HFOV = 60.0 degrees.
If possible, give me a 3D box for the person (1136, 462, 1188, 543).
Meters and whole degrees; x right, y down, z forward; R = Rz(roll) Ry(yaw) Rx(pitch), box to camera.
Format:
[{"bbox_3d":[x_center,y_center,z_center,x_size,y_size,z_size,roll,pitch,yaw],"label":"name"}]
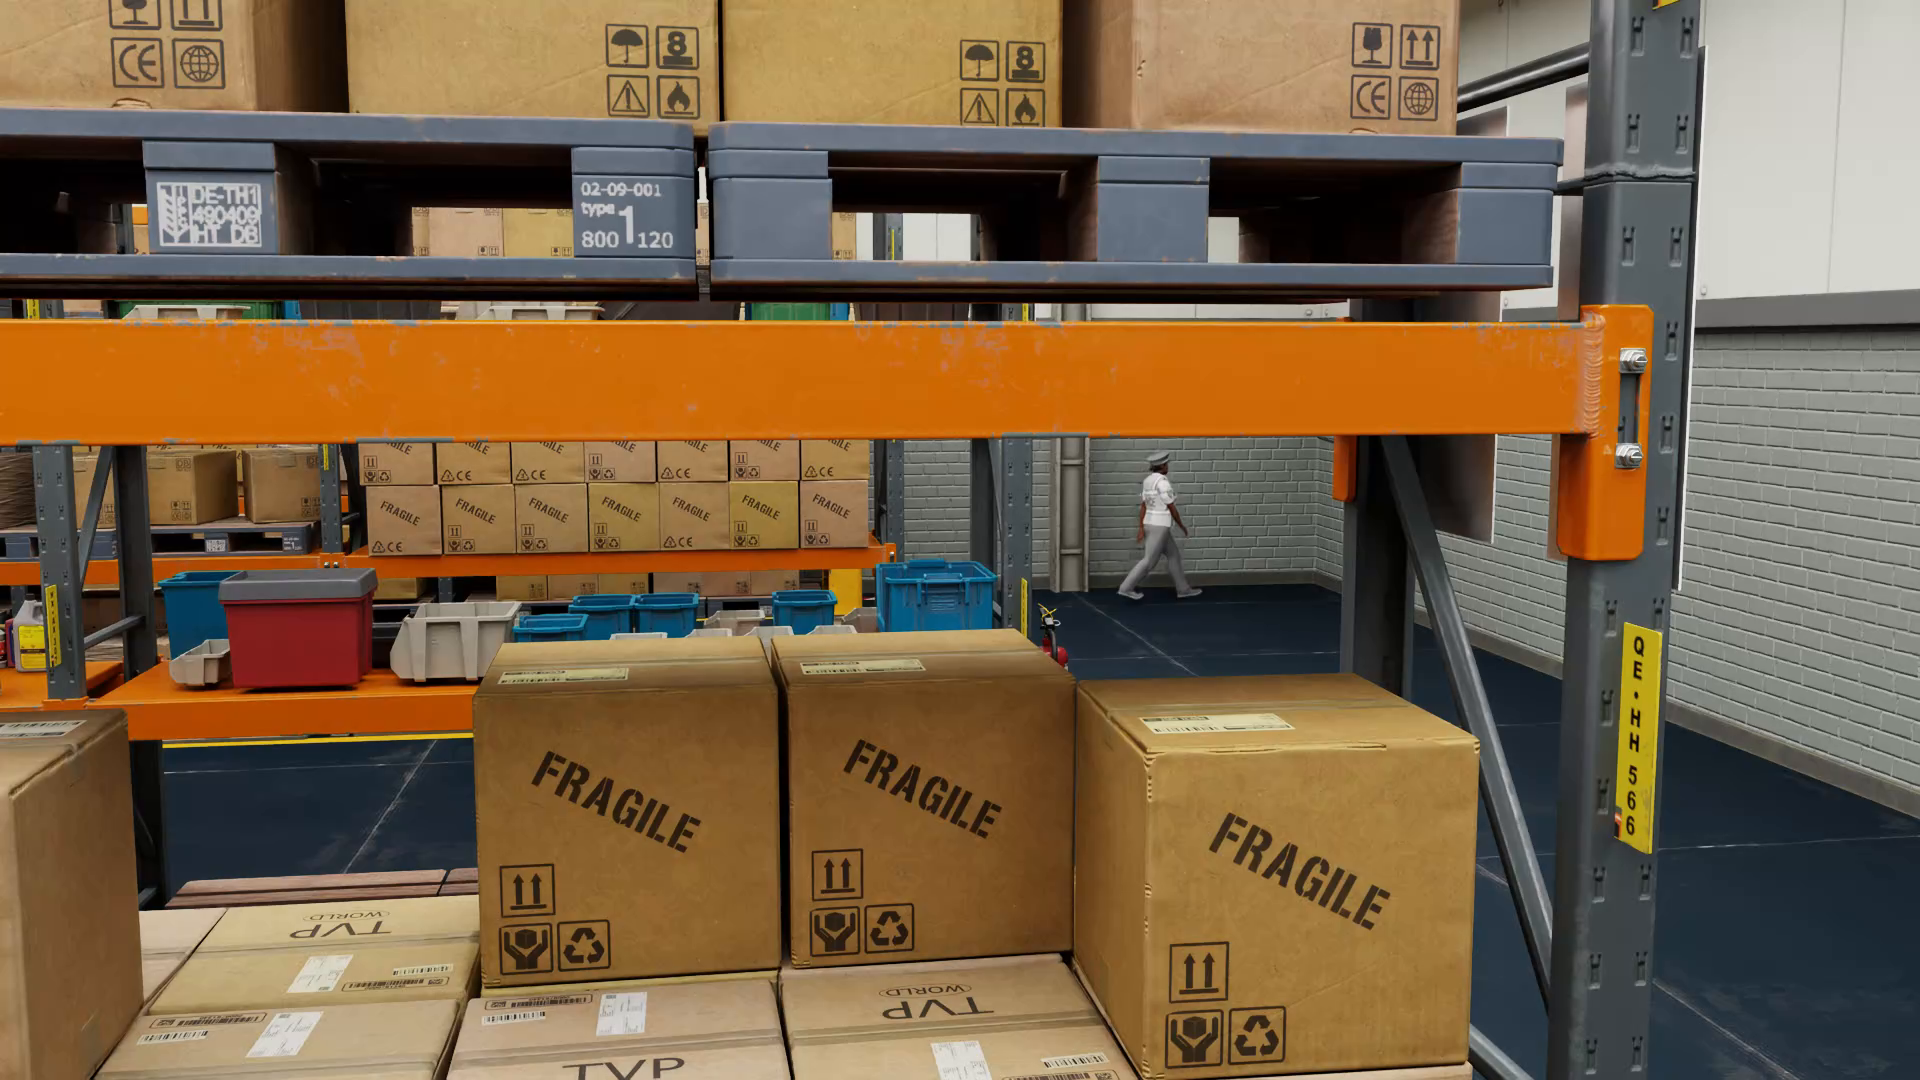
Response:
[{"bbox_3d":[2.213,-0.445,18.061,0.512,0.987,0.429,-2,7,-13],"label":"person"}]
